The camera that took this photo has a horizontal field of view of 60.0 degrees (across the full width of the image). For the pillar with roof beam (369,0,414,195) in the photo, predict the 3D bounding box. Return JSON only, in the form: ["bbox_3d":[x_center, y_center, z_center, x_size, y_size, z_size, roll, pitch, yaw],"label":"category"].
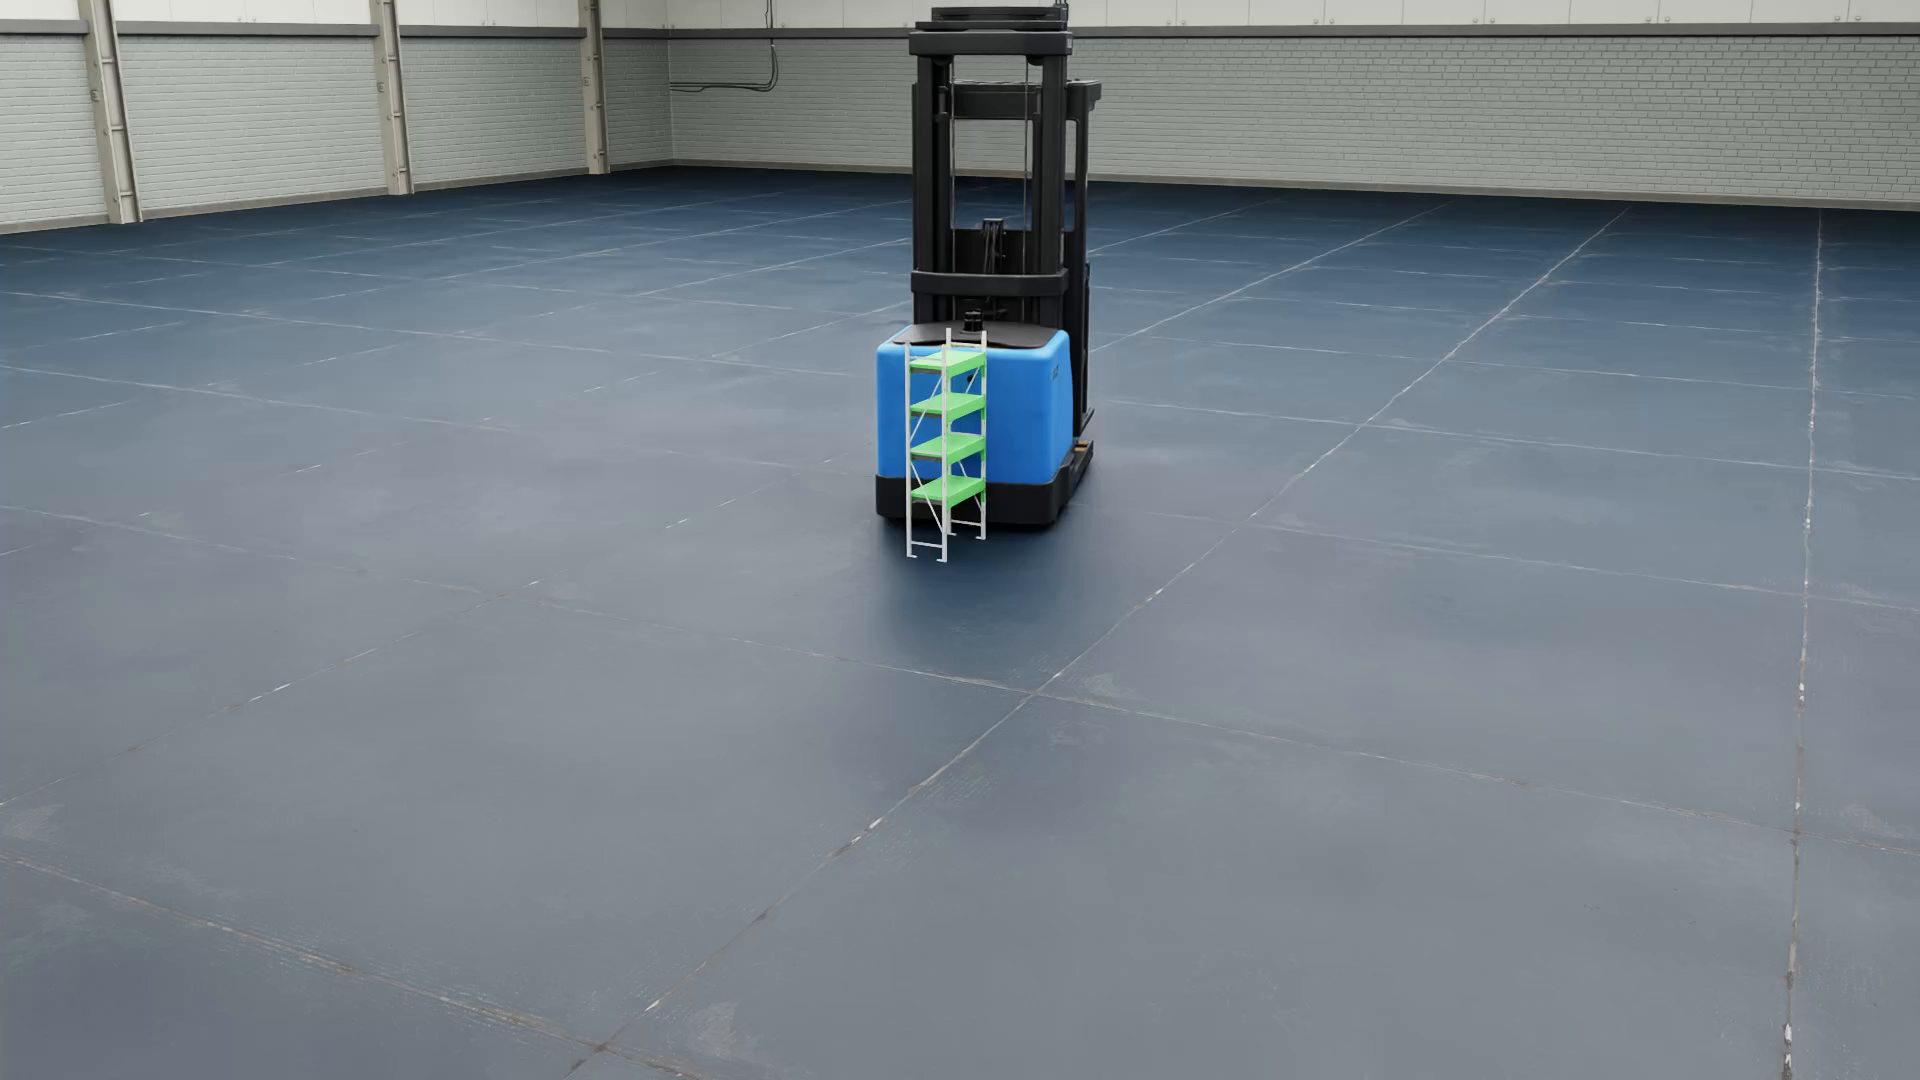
[{"bbox_3d":[-6.850,-10.391,28.704,9.100,9.000,0.400,8,18,25],"label":"pillar with roof beam"}]

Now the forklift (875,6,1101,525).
[{"bbox_3d":[0.293,-1.869,10.669,1.130,2.935,3.031,3,17,11],"label":"forklift"}]

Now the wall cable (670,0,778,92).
[{"bbox_3d":[-5.521,-11.561,38.096,3.097,2.526,0.112,8,18,25],"label":"wall cable"}]

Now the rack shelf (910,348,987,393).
[{"bbox_3d":[-0.074,-0.932,9.093,0.258,0.148,0.480,8,18,25],"label":"rack shelf"}]

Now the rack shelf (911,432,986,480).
[{"bbox_3d":[-0.074,-0.472,9.230,0.258,0.148,0.480,8,18,25],"label":"rack shelf"}]

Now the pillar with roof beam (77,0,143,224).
[{"bbox_3d":[-9.531,-8.863,23.559,9.100,9.000,0.400,8,18,25],"label":"pillar with roof beam"}]

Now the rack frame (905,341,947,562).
[{"bbox_3d":[-0.183,-0.471,9.002,0.240,1.200,0.015,8,18,25],"label":"rack frame"}]

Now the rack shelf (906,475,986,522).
[{"bbox_3d":[-0.074,-0.242,9.298,0.258,0.148,0.480,8,18,25],"label":"rack shelf"}]

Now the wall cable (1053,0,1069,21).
[{"bbox_3d":[2.965,-13.468,33.089,2.305,6.003,0.169,8,18,25],"label":"wall cable"}]

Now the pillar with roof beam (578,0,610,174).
[{"bbox_3d":[-4.169,-11.919,33.850,9.100,9.000,0.400,8,18,25],"label":"pillar with roof beam"}]

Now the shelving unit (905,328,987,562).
[{"bbox_3d":[-0.074,-0.533,9.212,0.258,1.200,0.503,8,18,25],"label":"shelving unit"}]

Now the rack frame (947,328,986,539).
[{"bbox_3d":[0.035,-0.595,9.421,0.240,1.200,0.015,8,18,25],"label":"rack frame"}]

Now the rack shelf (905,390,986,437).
[{"bbox_3d":[-0.074,-0.702,9.161,0.258,0.148,0.480,8,18,25],"label":"rack shelf"}]
